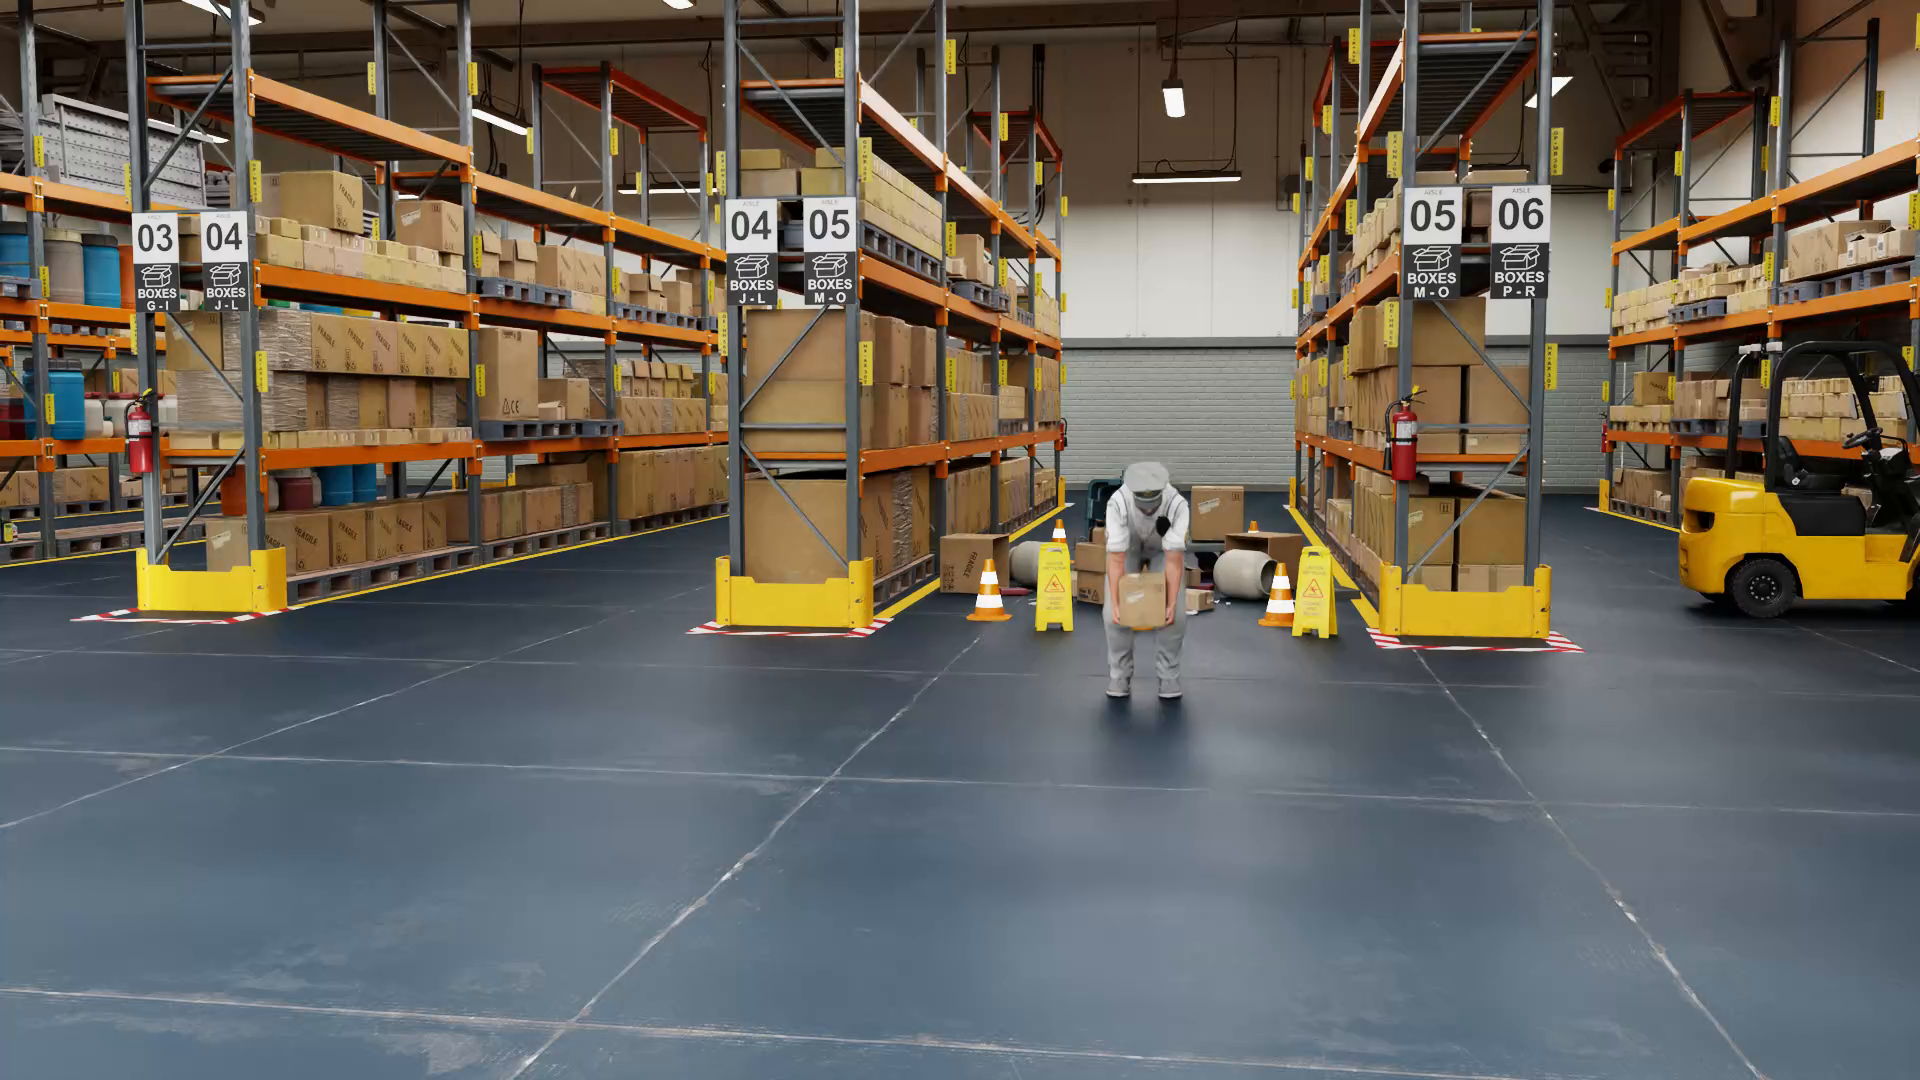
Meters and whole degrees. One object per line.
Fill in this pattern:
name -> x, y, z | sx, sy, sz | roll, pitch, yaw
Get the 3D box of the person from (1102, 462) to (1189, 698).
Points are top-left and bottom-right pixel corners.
person -> 1.026, 0.231, 9.244 | 0.480, 1.351, 0.995 | 1, 4, 7
